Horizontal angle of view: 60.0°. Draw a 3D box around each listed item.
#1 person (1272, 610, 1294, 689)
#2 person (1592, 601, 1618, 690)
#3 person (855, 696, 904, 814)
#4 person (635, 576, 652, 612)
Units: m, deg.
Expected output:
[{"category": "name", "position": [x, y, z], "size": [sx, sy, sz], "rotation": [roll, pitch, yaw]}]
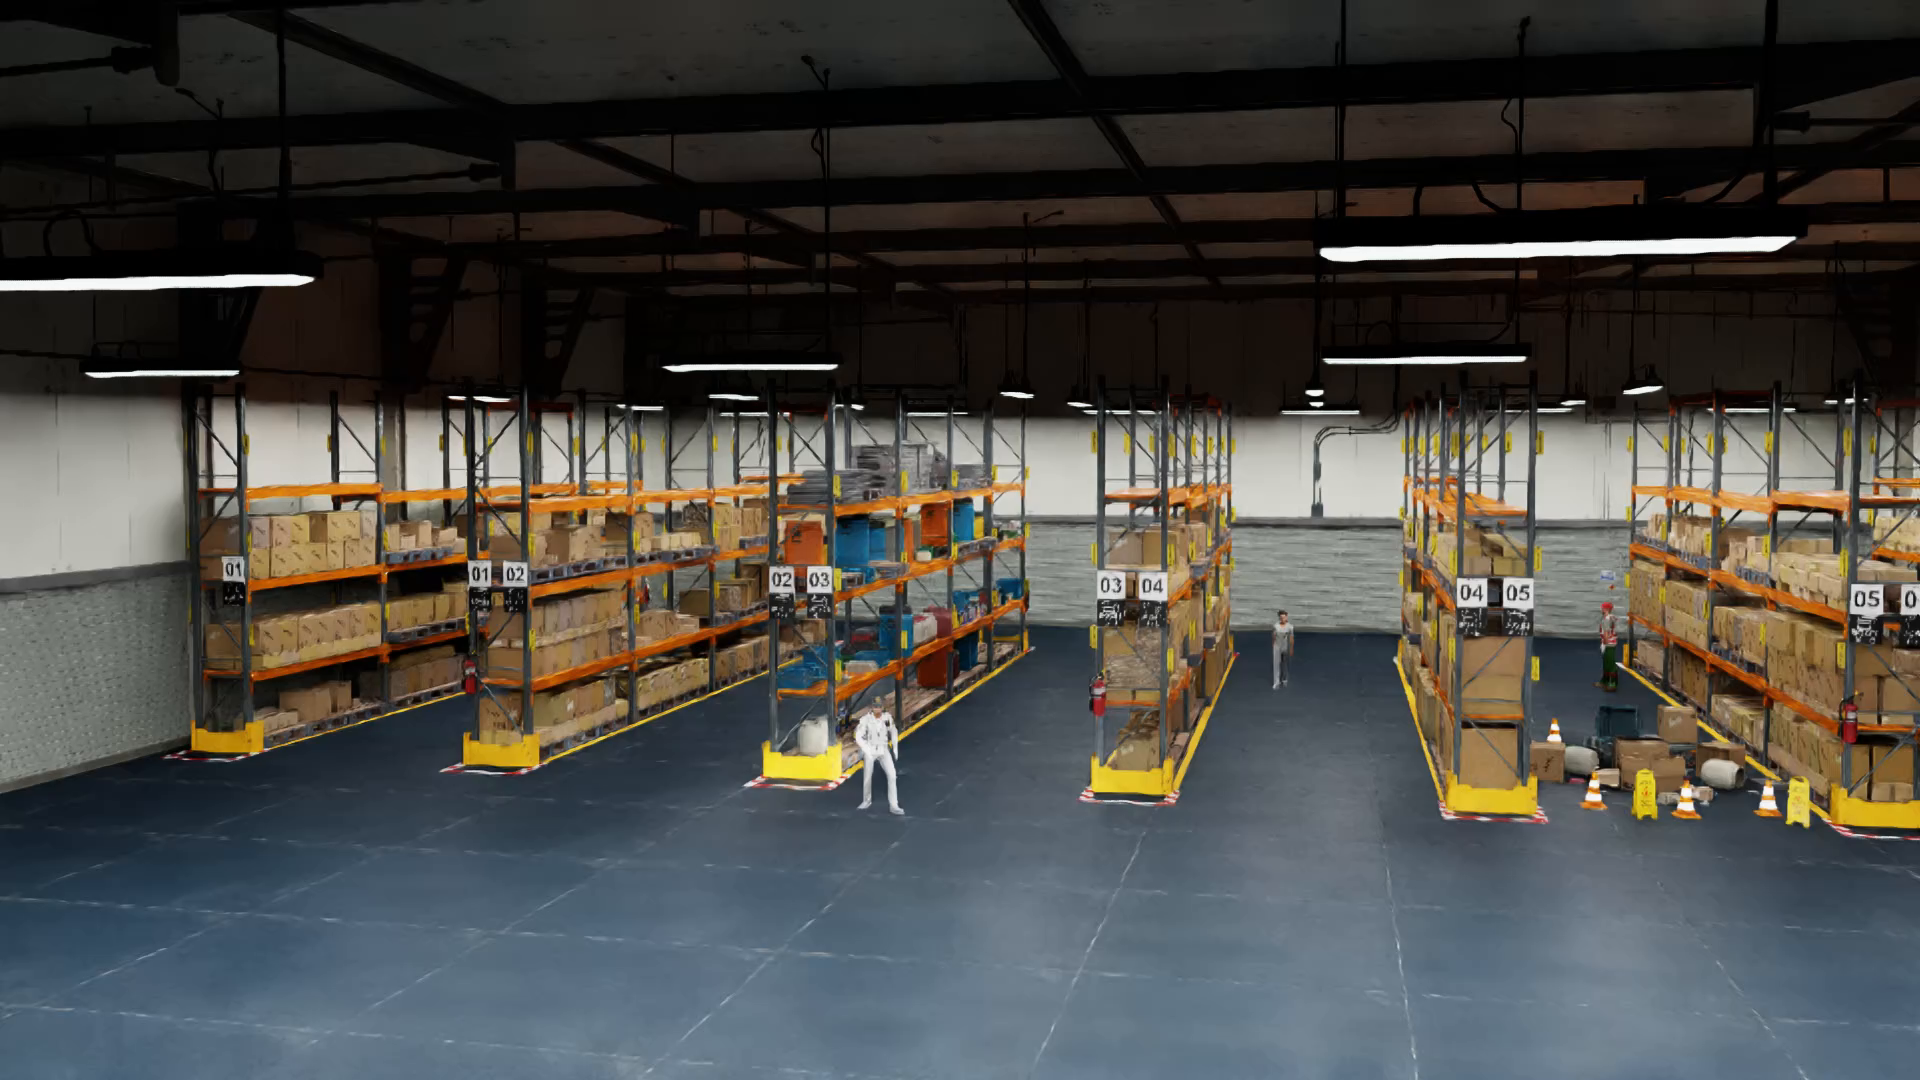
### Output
[{"category": "person", "position": [6.648, 2.230, 34.205], "size": [0.446, 1.589, 1.095], "rotation": [1, 3, 11]}, {"category": "person", "position": [13.214, 2.148, 34.017], "size": [0.550, 1.787, 0.628], "rotation": [2, 4, 29]}, {"category": "person", "position": [-1.114, 2.898, 22.623], "size": [0.640, 1.613, 0.771], "rotation": [0, 3, -7]}, {"category": "person", "position": [-8.388, 1.587, 44.086], "size": [0.733, 1.762, 0.564], "rotation": [-3, 4, -41]}]
